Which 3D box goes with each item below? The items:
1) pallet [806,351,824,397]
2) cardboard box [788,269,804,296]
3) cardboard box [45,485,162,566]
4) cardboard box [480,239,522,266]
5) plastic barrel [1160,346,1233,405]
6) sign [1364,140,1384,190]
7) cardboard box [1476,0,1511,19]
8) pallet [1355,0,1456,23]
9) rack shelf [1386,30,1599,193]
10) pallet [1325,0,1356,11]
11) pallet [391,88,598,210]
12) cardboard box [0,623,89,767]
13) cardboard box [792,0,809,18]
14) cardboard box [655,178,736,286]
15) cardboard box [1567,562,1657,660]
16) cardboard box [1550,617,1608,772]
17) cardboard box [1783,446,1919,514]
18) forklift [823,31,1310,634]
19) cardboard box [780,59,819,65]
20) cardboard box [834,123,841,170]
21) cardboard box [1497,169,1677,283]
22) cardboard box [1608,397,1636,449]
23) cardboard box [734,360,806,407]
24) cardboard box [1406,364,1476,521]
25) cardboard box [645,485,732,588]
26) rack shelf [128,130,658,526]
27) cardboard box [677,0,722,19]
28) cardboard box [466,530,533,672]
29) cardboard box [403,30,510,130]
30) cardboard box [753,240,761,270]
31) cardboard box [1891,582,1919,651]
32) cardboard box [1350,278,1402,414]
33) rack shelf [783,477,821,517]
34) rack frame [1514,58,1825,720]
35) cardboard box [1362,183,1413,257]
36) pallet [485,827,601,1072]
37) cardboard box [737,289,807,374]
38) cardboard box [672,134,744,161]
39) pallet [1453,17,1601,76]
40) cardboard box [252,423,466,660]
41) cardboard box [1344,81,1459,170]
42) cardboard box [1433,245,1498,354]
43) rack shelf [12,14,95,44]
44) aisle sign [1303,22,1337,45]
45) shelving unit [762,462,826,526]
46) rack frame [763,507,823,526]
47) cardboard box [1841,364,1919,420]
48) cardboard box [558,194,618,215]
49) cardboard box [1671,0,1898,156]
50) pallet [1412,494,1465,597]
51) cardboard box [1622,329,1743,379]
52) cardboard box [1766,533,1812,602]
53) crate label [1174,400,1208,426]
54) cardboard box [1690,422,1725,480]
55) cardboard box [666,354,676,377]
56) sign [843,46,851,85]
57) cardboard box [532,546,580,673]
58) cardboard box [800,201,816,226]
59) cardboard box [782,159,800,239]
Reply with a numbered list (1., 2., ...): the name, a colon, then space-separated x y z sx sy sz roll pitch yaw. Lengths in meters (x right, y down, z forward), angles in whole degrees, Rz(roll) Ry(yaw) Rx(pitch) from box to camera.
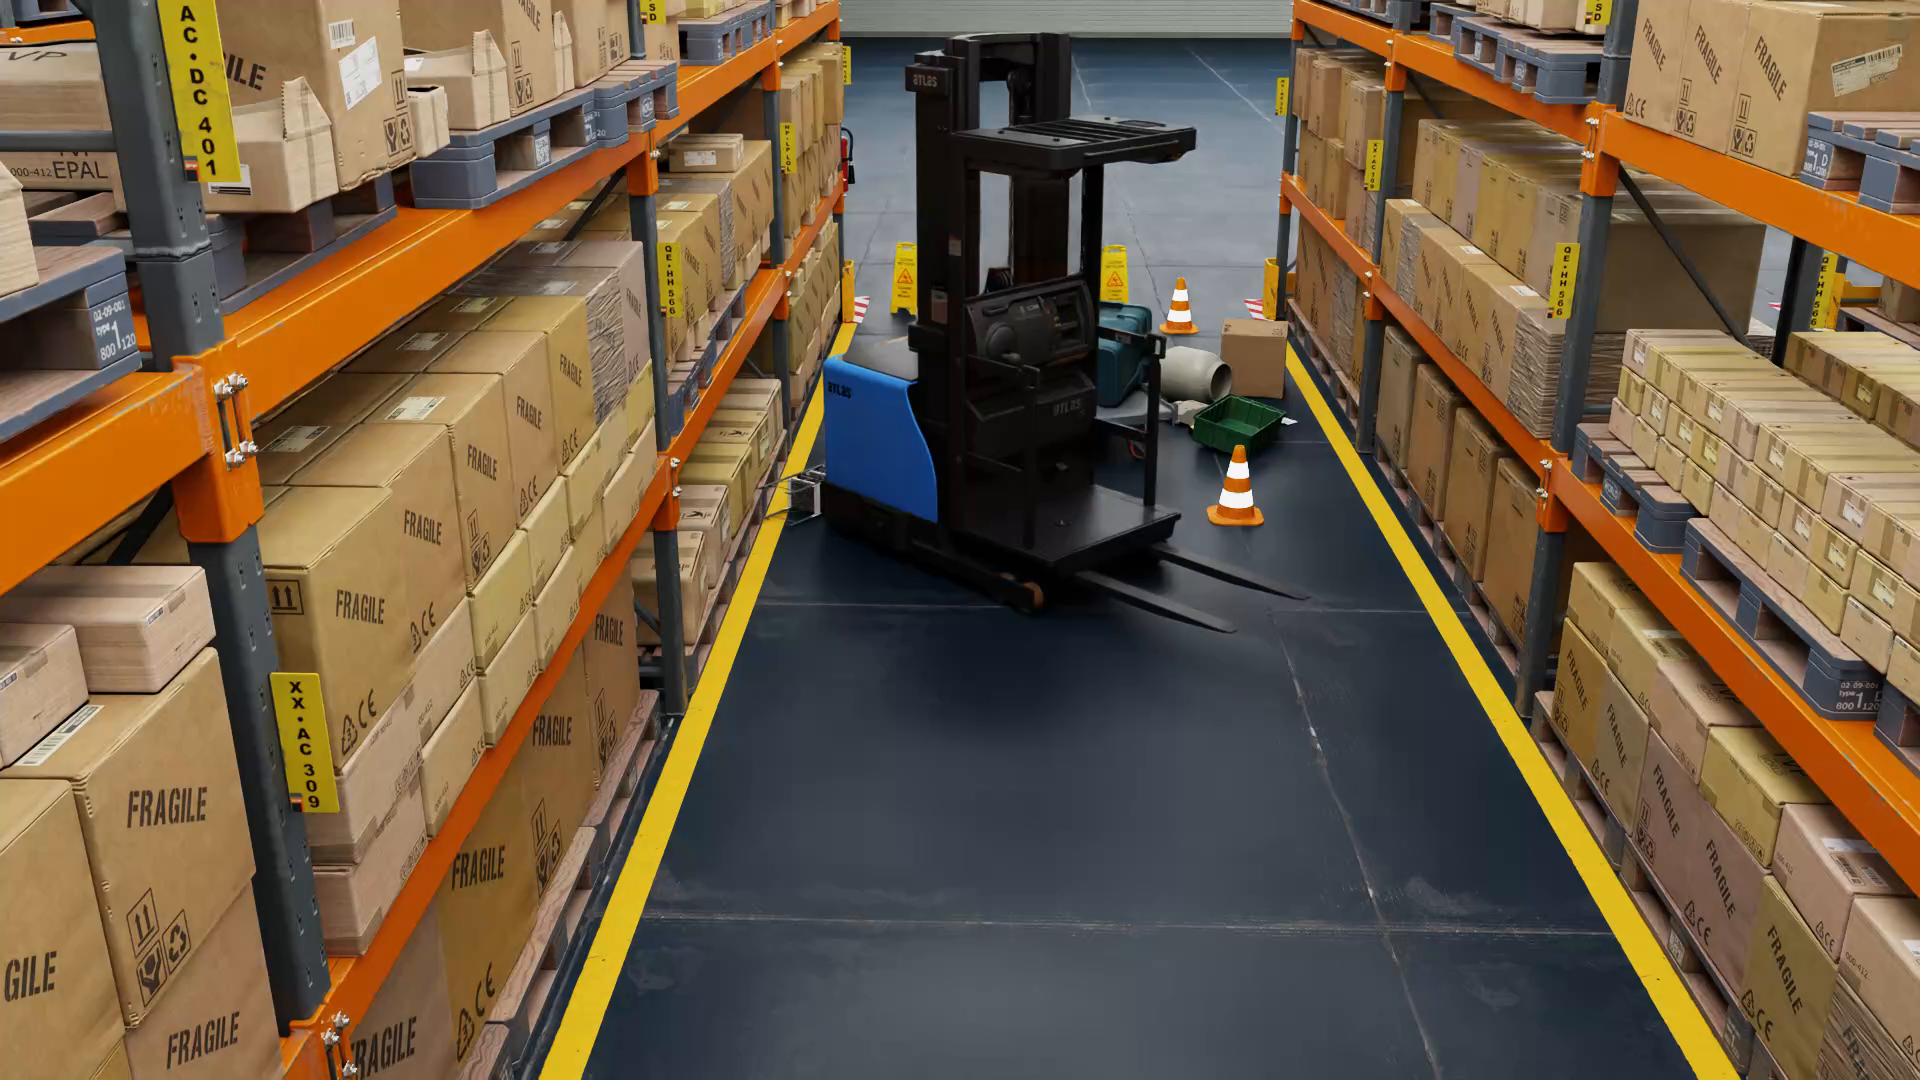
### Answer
1. pallet: -1.661 -1.417 13.389 1.003 0.211 1.213 1 21 2
2. cardboard box: -1.329 -1.852 11.943 0.380 0.149 0.250 1 21 2
3. cardboard box: -2.161 0.184 3.887 0.500 0.500 0.500 1 21 3
4. cardboard box: -2.062 -0.922 6.738 0.500 0.500 0.500 0 21 0
5. plastic barrel: 1.771 -1.239 12.638 0.512 0.421 0.421 18 27 38
6. sign: 2.715 -2.459 10.915 0.100 0.325 0.005 1 21 2
7. cardboard box: 2.921 -2.886 8.317 0.500 0.500 0.500 1 21 2
8. pallet: 3.305 -3.666 11.307 1.003 0.211 1.213 1 21 2
9. rack shelf: 3.209 -2.353 8.795 1.077 0.370 4.000 1 21 2
10. pallet: 3.345 -4.106 12.441 1.003 0.211 1.213 1 21 2
11. pallet: -1.800 -1.258 5.238 1.003 0.211 1.213 2 21 4
12. cardboard box: -1.732 0.255 2.808 0.380 0.149 0.250 1 21 3
13. cardboard box: -1.299 -3.888 12.103 0.380 0.149 0.250 0 21 1
14. cardboard box: -1.516 -1.688 9.102 0.500 0.500 0.500 0 21 0
15. cardboard box: 2.886 0.300 6.949 0.500 0.250 0.500 0 21 -1
16. cardboard box: 2.872 0.655 7.068 0.500 0.500 0.500 0 21 -1
17. cardboard box: 2.891 -0.193 5.323 0.380 0.149 0.250 0 21 1
18. forklift: 0.545 -1.181 9.020 1.130 2.935 3.031 -19 28 -40
19. cardboard box: -1.446 -3.395 12.699 0.700 0.500 0.500 1 21 1
20. cardboard box: -1.300 -3.464 14.259 0.500 0.500 0.500 0 21 1
21. cardboard box: 3.200 -1.610 8.512 0.700 0.500 0.500 0 21 1
22. cardboard box: 2.933 -0.486 6.902 0.380 0.149 0.250 0 21 1
23. cardboard box: -1.393 -1.156 12.081 0.500 0.250 0.500 0 21 -1
24. cardboard box: 3.308 -0.586 9.922 1.050 0.750 0.750 1 21 2
25. cardboard box: -1.761 -0.027 9.003 0.950 0.372 0.625 0 21 1
26. rack shelf: -1.863 -0.925 5.114 1.077 0.370 4.000 1 21 2
27. cardboard box: -1.591 -2.976 9.031 0.500 0.250 0.500 1 21 2
28. cardboard box: -1.599 0.171 4.957 0.500 0.250 0.500 1 21 2
29. cardboard box: -1.518 -1.327 4.761 0.396 0.266 0.258 2 21 6
30. cardboard box: -1.418 -1.732 10.113 0.380 0.149 0.250 0 21 1
31. cardboard box: 2.863 0.232 4.640 0.380 0.149 0.250 0 21 0
32. cardboard box: 3.359 -1.445 11.964 0.875 0.875 0.875 1 21 2
33. rack shelf: -0.990 -0.274 10.413 0.258 0.200 0.077 15 25 33
34. rack frame: 3.148 -0.567 7.344 1.000 3.000 0.127 1 21 2
35. cardboard box: 3.269 -2.217 11.388 0.875 0.550 0.550 1 21 2
36. pallet: -1.942 1.439 6.028 1.003 0.211 1.213 1 21 2
37. cardboard box: -1.393 -1.505 11.945 0.500 0.500 0.500 2 21 4
38. cardboard box: -1.477 -2.296 9.773 0.380 0.149 0.250 0 21 0
39. pallet: 3.146 -2.515 8.479 1.003 0.211 1.213 2 21 4
40. cardboard box: -1.635 0.008 4.340 0.500 0.500 0.500 1 21 1
41. cardboard box: 3.216 -2.920 11.707 0.875 0.550 0.550 1 21 2
42. cardboard box: 2.937 -1.326 9.161 0.500 0.500 0.500 1 21 2
43. rack shelf: -6.581 -3.871 12.706 1.077 0.370 4.000 1 21 2
44. aisle sign: 3.094 -4.701 14.403 0.394 0.787 0.004 1 21 2
45. shelving unit: -0.865 -0.333 10.575 0.258 0.210 0.900 15 25 33
46. rack frame: -0.866 -0.238 10.611 0.240 0.006 0.900 15 25 33
47. cardboard box: 3.574 -0.555 6.258 0.380 0.149 0.250 1 21 3
48. cardboard box: -2.047 -1.503 8.626 0.500 0.500 0.500 -1 21 -2
49. cardboard box: 2.857 -1.628 5.792 0.500 0.500 0.500 1 21 2
50. pallet: 3.288 0.009 9.715 1.003 0.211 1.213 1 21 2
51. cardboard box: 2.941 -0.757 6.776 0.380 0.149 0.250 1 21 2
52. cardboard box: 2.886 0.087 5.424 0.380 0.149 0.250 0 21 0
53. crate label: 1.689 -0.938 12.258 0.298 0.136 0.250 -16 26 -35
54. cardboard box: 2.915 -0.326 6.078 0.380 0.149 0.250 1 21 2
55. cardboard box: -1.564 -0.881 7.920 0.380 0.149 0.250 -1 21 -2
56. sign: -1.005 -4.151 14.544 0.100 0.325 0.005 1 21 2
57. cardboard box: -1.577 0.222 5.517 0.500 0.250 0.500 0 21 1
58. cardboard box: -1.302 -2.487 12.639 0.380 0.149 0.250 1 21 2
59. cardboard box: -1.389 -2.373 11.448 0.500 0.500 0.500 1 21 1
